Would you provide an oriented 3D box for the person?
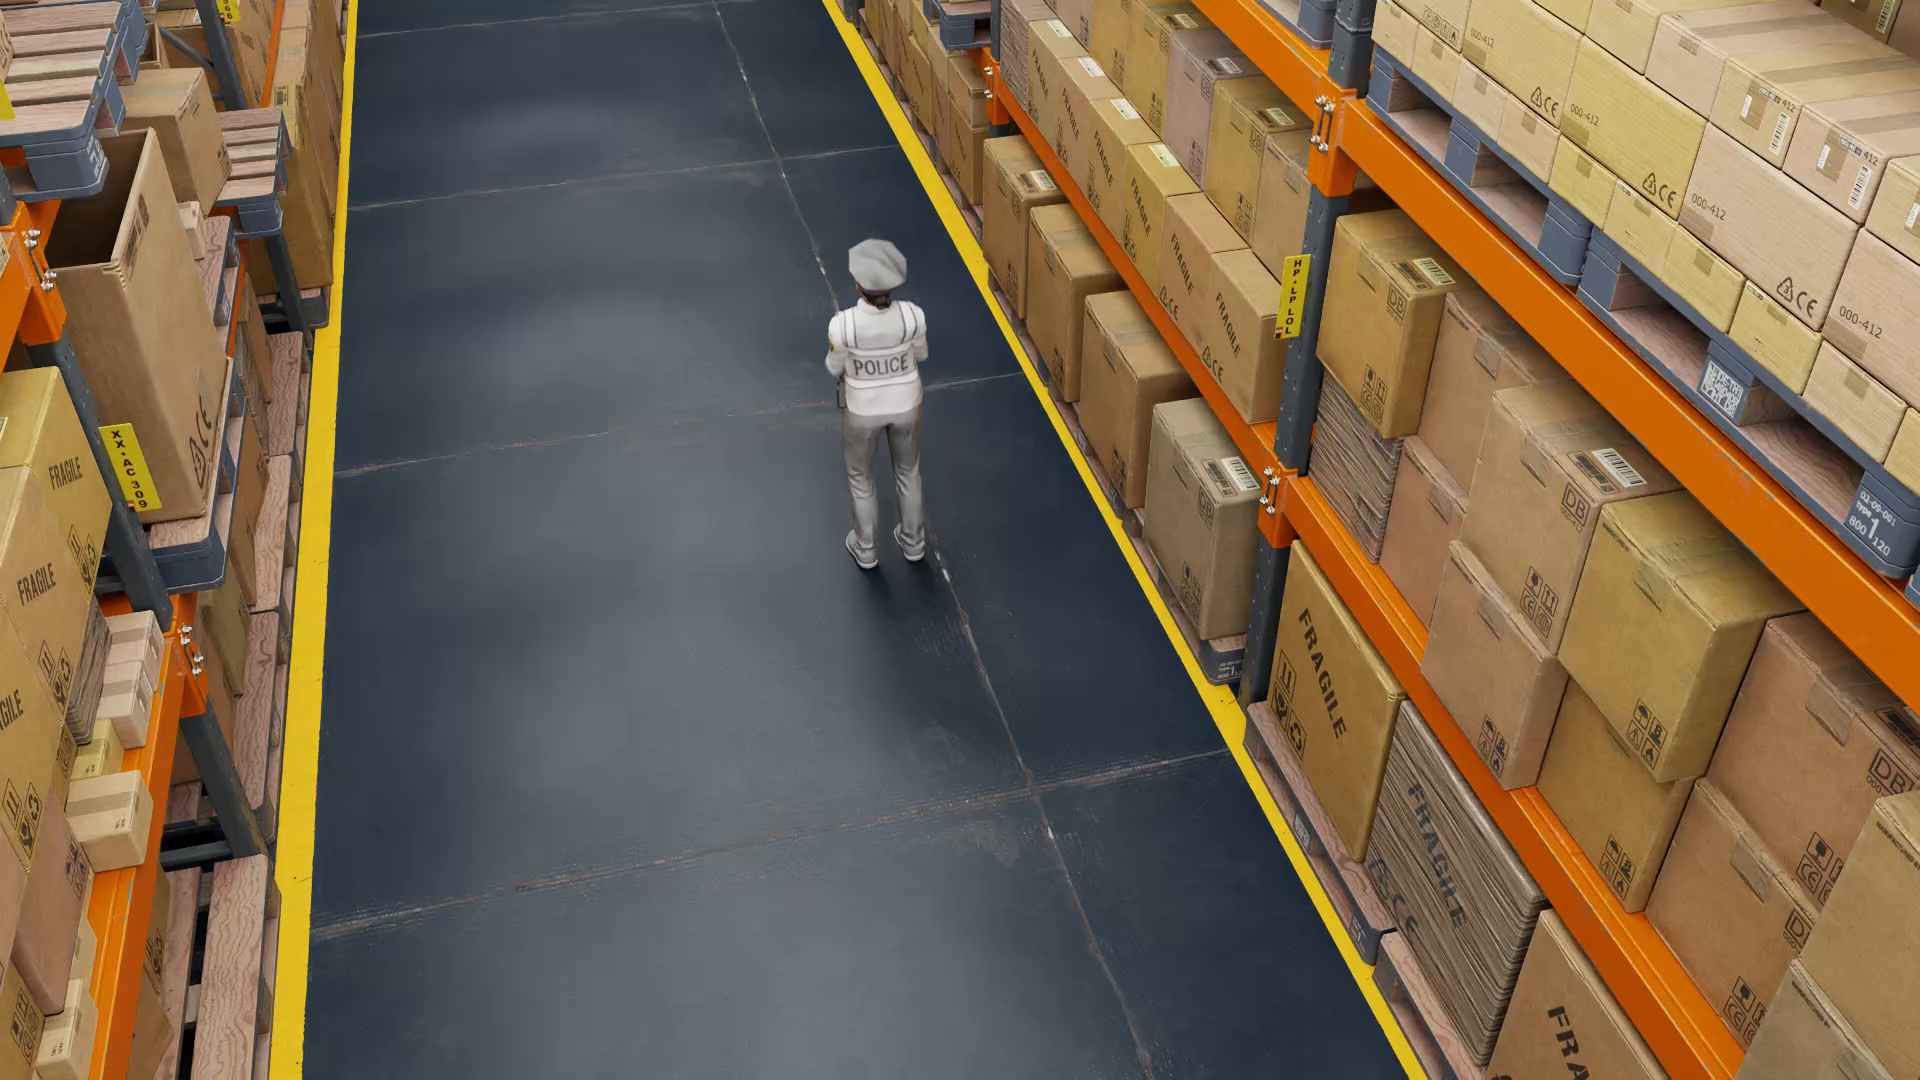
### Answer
[{"bbox_3d":[-0.370,-0.638,7.499,0.459,1.686,0.563,-9,39,-11],"label":"person"}]
